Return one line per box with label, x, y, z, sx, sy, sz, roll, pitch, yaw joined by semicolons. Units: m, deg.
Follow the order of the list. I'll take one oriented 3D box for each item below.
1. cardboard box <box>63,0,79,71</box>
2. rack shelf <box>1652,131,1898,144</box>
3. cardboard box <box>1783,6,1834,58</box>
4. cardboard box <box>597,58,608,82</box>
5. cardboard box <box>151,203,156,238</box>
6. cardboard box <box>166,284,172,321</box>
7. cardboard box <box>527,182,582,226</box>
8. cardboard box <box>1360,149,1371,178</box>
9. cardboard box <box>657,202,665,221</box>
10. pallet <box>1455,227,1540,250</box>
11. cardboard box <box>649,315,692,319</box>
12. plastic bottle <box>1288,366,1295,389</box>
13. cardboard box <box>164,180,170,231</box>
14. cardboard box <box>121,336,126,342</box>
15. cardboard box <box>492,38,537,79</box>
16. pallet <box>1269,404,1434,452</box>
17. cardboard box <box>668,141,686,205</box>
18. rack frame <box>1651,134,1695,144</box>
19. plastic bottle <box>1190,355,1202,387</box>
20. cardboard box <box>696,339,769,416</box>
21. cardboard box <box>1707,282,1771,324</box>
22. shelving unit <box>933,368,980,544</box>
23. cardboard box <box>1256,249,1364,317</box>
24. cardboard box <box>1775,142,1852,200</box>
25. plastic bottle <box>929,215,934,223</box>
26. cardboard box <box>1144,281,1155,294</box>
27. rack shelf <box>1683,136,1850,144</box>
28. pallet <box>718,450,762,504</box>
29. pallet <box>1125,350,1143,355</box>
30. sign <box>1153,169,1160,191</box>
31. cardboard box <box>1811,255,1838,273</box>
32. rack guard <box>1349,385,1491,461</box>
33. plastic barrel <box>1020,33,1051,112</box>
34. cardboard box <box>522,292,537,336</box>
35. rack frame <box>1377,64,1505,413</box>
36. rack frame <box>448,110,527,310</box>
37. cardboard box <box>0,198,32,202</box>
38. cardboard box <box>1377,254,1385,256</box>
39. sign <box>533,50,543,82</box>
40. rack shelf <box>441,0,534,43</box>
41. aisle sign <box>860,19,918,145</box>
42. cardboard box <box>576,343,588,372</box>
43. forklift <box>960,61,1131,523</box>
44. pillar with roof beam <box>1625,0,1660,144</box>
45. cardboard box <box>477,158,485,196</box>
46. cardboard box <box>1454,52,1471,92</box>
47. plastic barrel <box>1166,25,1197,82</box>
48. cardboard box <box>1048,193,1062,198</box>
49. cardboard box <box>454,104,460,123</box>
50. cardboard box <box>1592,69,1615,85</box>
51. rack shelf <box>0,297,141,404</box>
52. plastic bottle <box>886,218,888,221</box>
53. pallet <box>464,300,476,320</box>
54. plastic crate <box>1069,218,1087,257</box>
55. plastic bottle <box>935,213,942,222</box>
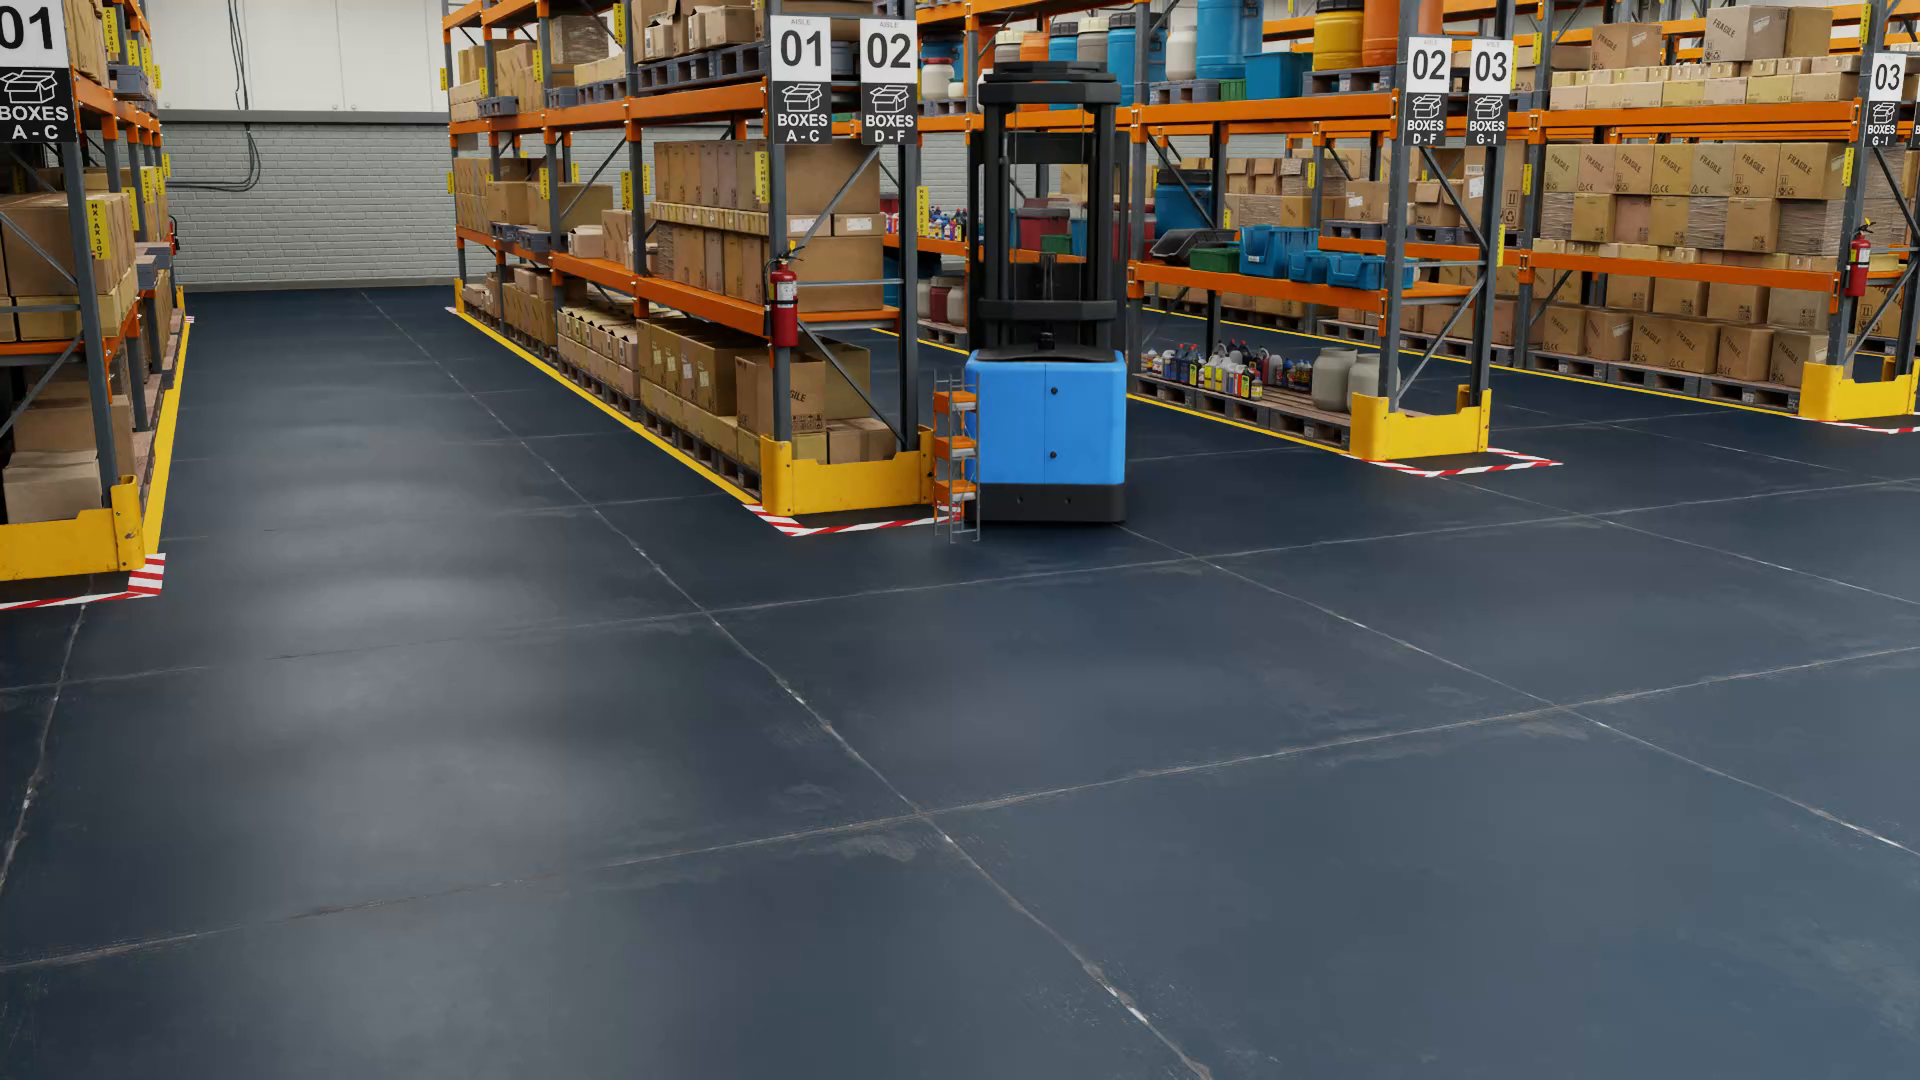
cardboard box;-5.211;-2.871;9.203;0.500;0.500;0.500;-5;14;-21
rack shelf;13.384;-6.673;27.494;1.077;0.370;4.000;-6;14;-23
cardboard box;7.962;-4.831;15.949;0.500;0.500;0.500;-6;14;-23
cardboard box;-3.295;-4.639;16.508;0.500;0.250;0.500;-6;14;-24
cardboard box;-8.870;-3.451;17.700;0.500;0.500;0.500;-6;14;-23
cardboard box;-10.720;-3.099;21.721;0.700;0.500;0.500;-5;14;-22
cardboard box;-4.811;-4.081;20.195;0.700;0.500;0.500;-10;16;-37
cardboard box;7.248;-6.475;28.593;0.500;0.500;0.500;-5;14;-21
cardboard box;-2.340;-2.774;14.042;0.380;0.149;0.250;-5;14;-22
pallet;6.534;-3.505;19.289;1.003;0.211;1.213;-6;14;-23
cardboard box;-2.925;-2.097;16.703;0.500;0.311;0.500;-5;14;-21
plastic bottle;3.114;-1.520;15.514;0.097;0.201;0.097;0;13;0
cardboard box;-11.502;-4.607;22.956;0.980;0.700;0.700;-5;14;-20
cardboard box;-7.850;-1.547;14.972;0.700;0.500;0.500;-6;14;-23
cardboard box;-5.805;-6.281;21.764;0.700;0.500;0.500;-6;14;-23
pallet;3.377;-0.975;14.116;1.003;0.211;1.213;-6;14;-23
cardboard box;-1.984;-3.019;13.664;0.700;0.500;0.500;-6;14;-23
rack frame;12.583;-5.976;29.537;1.000;3.000;0.127;-6;14;-23
plastic bottle;2.216;-1.590;15.637;0.061;0.283;0.133;-5;14;-20
cardboard box;-1.670;-1.227;12.522;0.500;0.500;0.500;-6;14;-23
cardboard box;10.578;-3.283;21.961;1.050;0.750;0.750;-6;14;-23
shelving unit;-0.021;-0.523;10.299;0.215;1.050;0.252;-6;14;-23
cardboard box;4.848;-3.568;22.915;1.225;0.875;0.875;-6;14;-26
cardboard box;7.863;-3.373;15.194;0.500;0.500;0.500;-6;14;-23
plastic bottle;-0.386;-4.082;21.615;0.061;0.283;0.133;-6;14;-23
cardboard box;3.312;-4.394;26.482;0.875;0.875;0.875;-6;14;-23
rack shelf;16.328;-7.949;33.006;1.077;0.370;4.000;-6;14;-23
pallet;-1.113;-0.503;12.075;1.003;0.211;1.213;-6;14;-23
pallet;1.326;-2.033;18.686;1.003;0.211;1.213;-6;14;-23
sign;2.995;-5.491;25.345;0.100;0.325;0.005;-6;14;-23
cardboard box;8.006;-2.519;15.160;0.380;0.149;0.250;-6;14;-23
rack guard;3.698;-0.948;13.356;1.175;0.500;0.348;-6;14;-23
plastic barrel;0.959;-5.153;18.378;0.600;0.830;0.708;-6;14;-23
cardboard box;-4.986;-2.744;20.140;0.500;0.500;0.500;-6;14;-25
rack frame;3.771;-2.154;13.024;1.000;3.000;0.127;-6;14;-23
rack frame;-7.178;-5.013;25.377;1.000;3.000;0.127;-6;14;-23
cardboard box;-6.295;-1.955;10.789;0.500;0.500;0.500;-5;14;-22
cardboard box;7.236;-4.872;28.838;0.380;0.149;0.250;-6;14;-26
sign;-4.471;-5.025;17.630;0.100;0.325;0.005;-6;14;-23
rack shelf;-6.377;-7.170;22.997;1.077;0.370;4.000;-6;14;-23
aisle sign;-0.462;-2.988;10.862;0.394;0.787;0.004;-6;14;-23
cardboard box;-3.617;-1.880;17.007;0.500;0.250;0.500;-6;14;-24
forklift;0.622;-1.817;11.721;1.130;2.935;3.031;1;13;3
pillar with roof beam;11.328;-10.424;35.450;9.100;9.000;0.400;-6;14;-23
cardboard box;-6.223;-4.909;22.489;0.500;0.500;0.500;-6;14;-24
cardboard box;6.231;-5.445;19.430;0.797;0.503;0.637;-5;14;-21
plastic barrel;2.162;-4.594;15.736;0.421;0.512;0.421;0;13;0
cardboard box;1.845;-5.855;28.690;0.500;0.250;0.500;-6;14;-24
cardboard box;-7.017;-6.168;24.047;0.500;0.250;0.500;-6;14;-23
cardboard box;6.814;-4.808;17.289;0.380;0.149;0.250;-6;14;-23
rack shelf;-6.107;-1.322;11.025;1.077;0.370;4.000;-6;14;-23
plastic bottle;-0.992;-4.284;22.669;0.097;0.201;0.097;0;13;0
pallet;-6.827;-3.474;24.913;1.003;0.211;1.213;-6;14;-23
plastic crate;1.442;-3.172;17.460;0.392;0.384;0.575;-6;14;-23
plastic bottle;-0.286;-4.296;22.564;0.097;0.271;0.097;0;13;0
